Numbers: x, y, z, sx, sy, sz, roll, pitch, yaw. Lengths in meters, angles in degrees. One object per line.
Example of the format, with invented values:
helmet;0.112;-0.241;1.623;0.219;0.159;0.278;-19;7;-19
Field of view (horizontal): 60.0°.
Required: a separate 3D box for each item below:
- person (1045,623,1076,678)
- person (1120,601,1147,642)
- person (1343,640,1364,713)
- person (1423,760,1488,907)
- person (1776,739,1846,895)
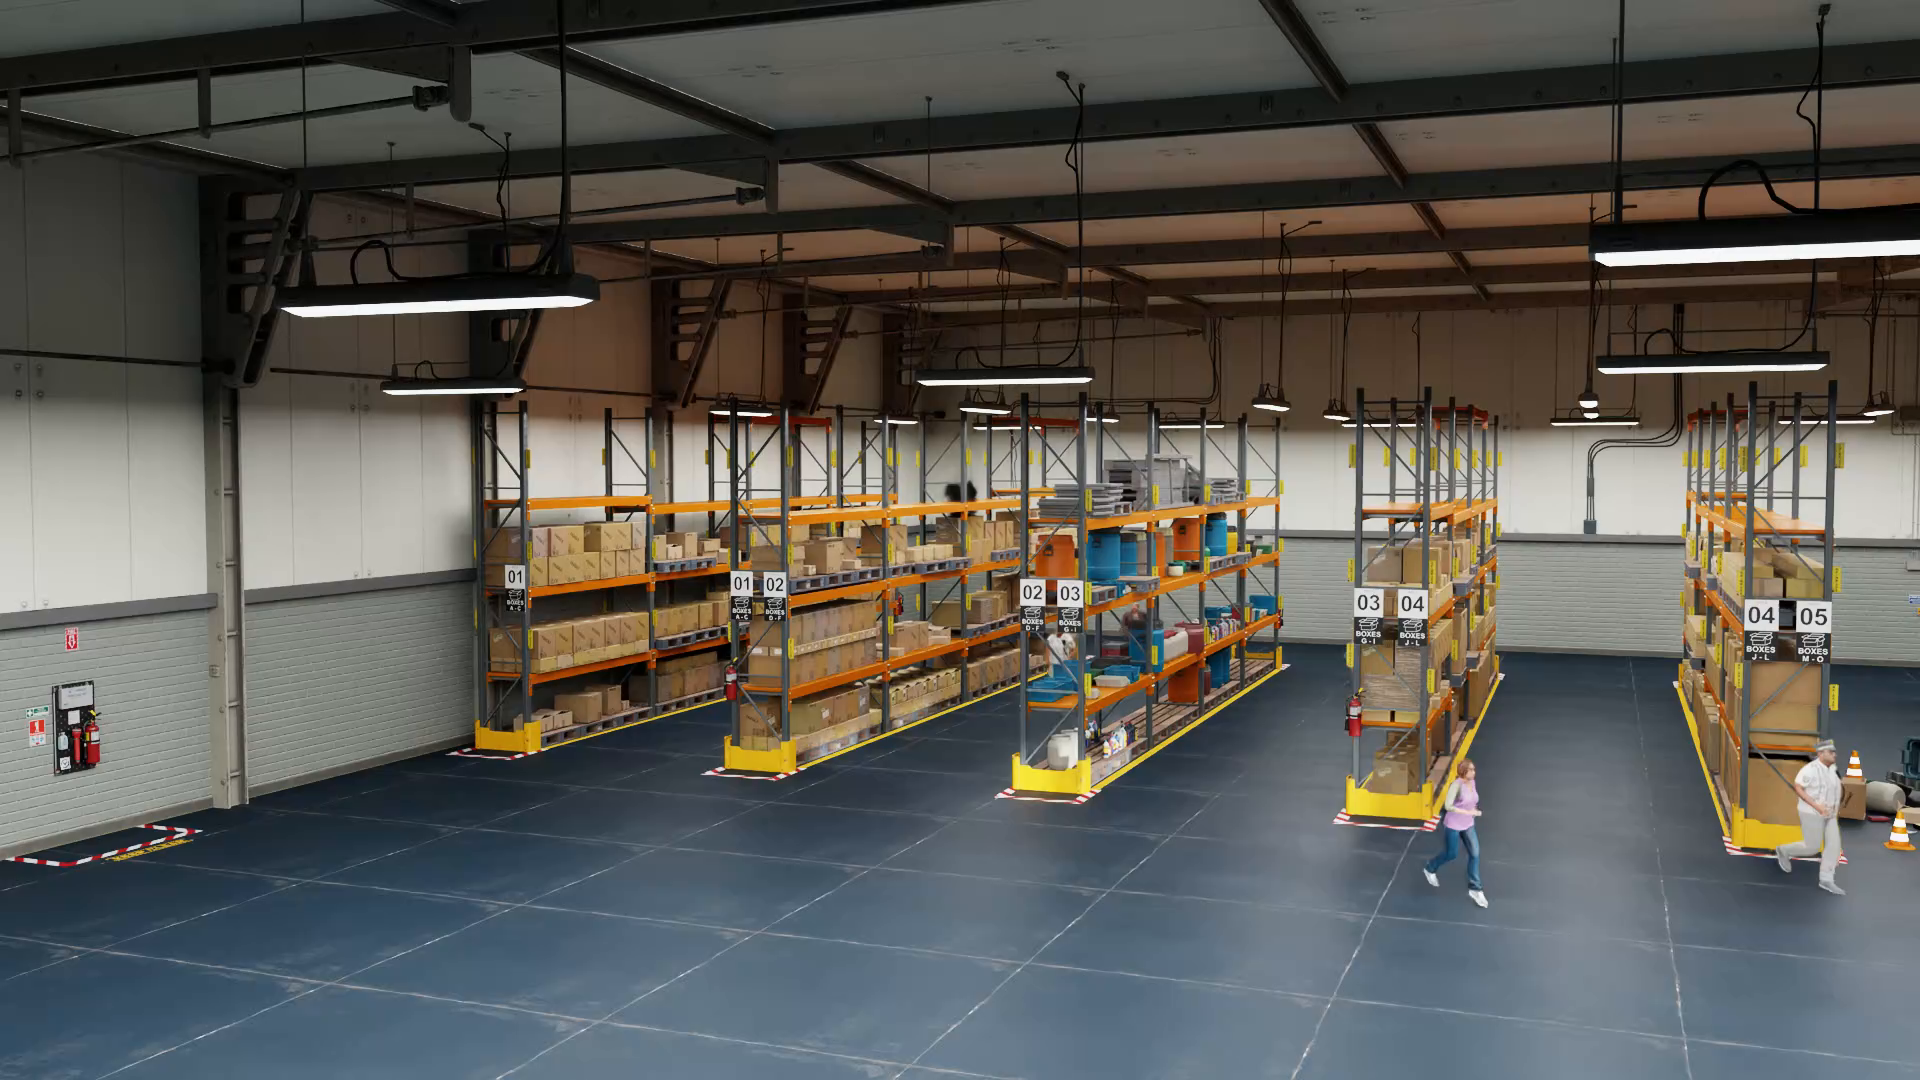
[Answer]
person;1.911;2.370;31.786;0.624;1.621;0.500;1;3;19
person;3.846;2.217;36.357;0.672;1.805;0.836;1;3;16
person;7.857;2.571;32.752;0.594;1.753;0.753;1;3;24
person;5.657;3.282;18.932;0.563;1.610;0.909;-2;3;-35
person;10.013;3.190;19.471;0.688;1.772;0.870;-2;3;-29
